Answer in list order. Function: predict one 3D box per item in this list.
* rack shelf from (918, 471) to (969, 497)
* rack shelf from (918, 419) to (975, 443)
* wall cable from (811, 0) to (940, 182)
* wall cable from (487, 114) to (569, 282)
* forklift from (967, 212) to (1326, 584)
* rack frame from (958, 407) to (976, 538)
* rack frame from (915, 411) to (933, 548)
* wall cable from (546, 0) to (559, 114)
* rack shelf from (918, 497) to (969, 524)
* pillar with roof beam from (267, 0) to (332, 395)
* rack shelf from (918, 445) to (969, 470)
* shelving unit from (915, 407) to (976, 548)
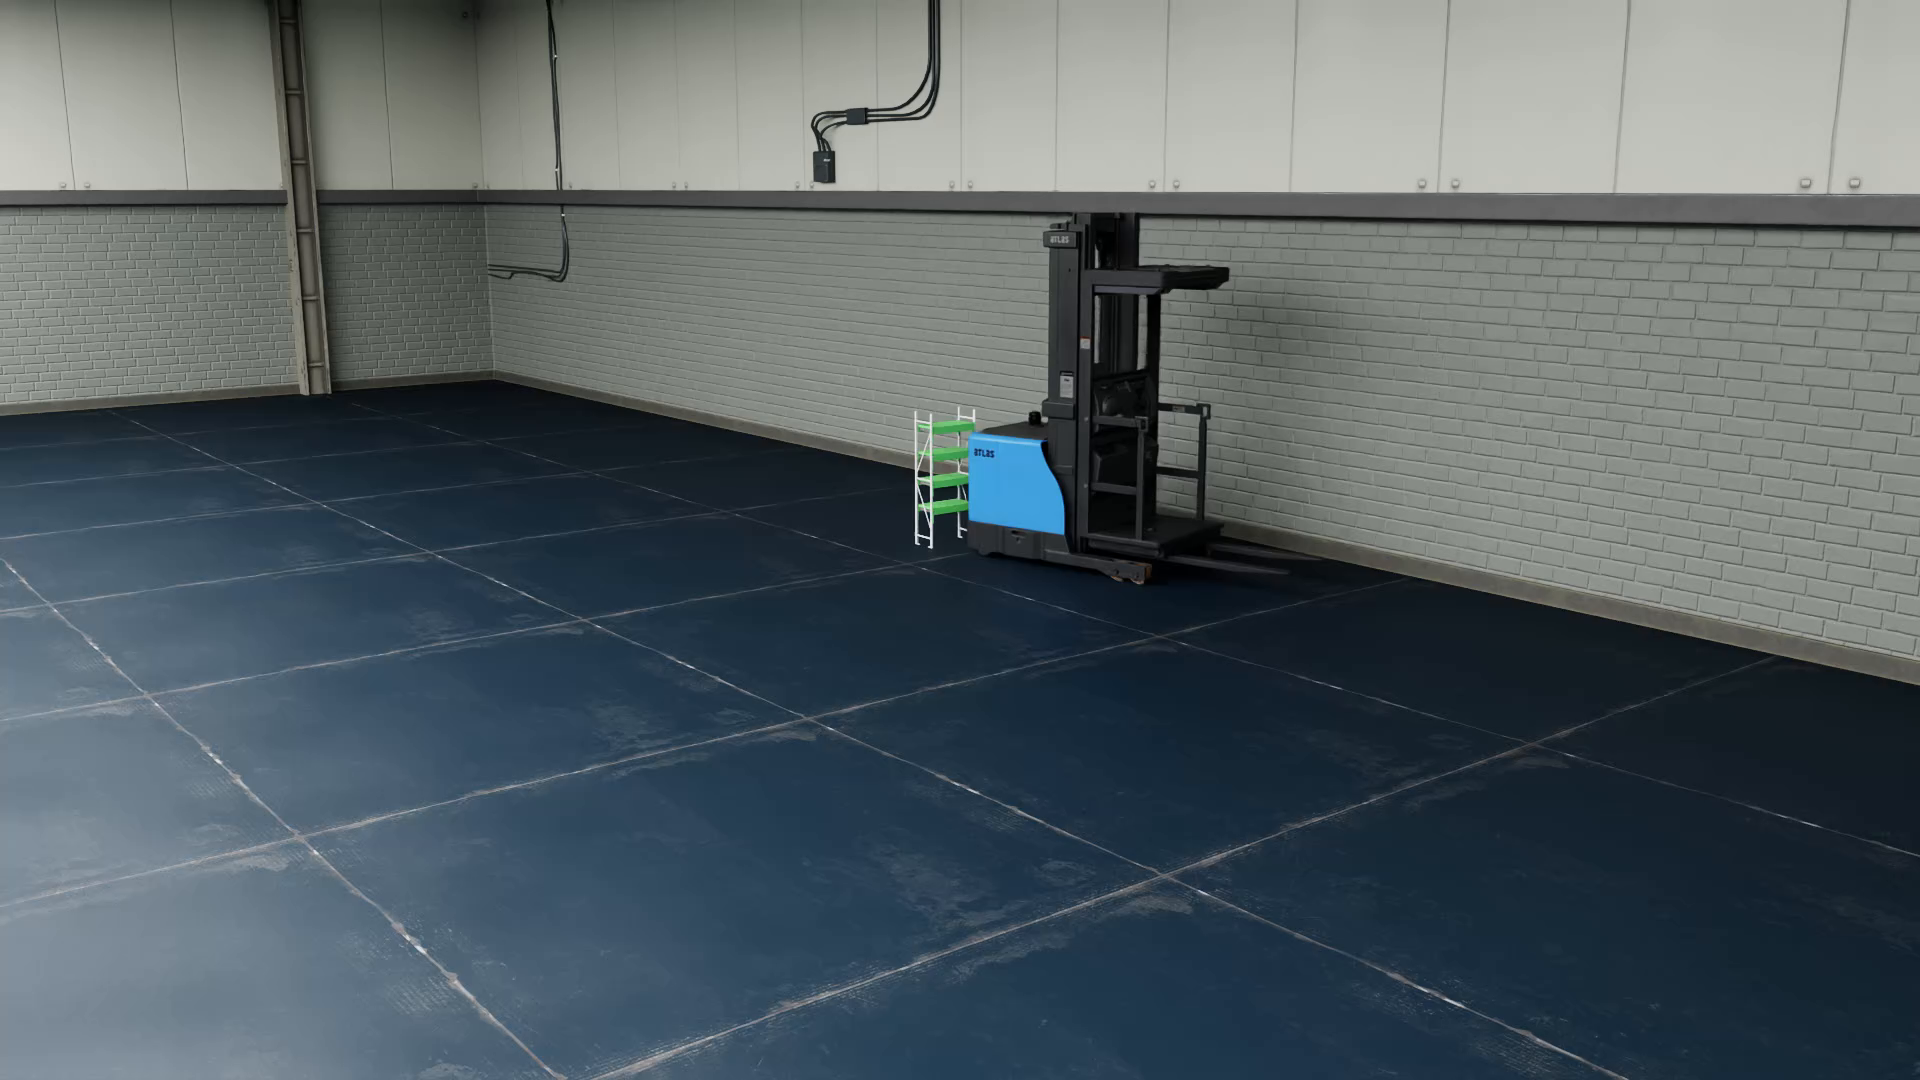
[{"bbox_3d":[-0.129,-0.503,14.916,0.480,0.148,0.258,-9,15,-38],"label":"rack shelf"},{"bbox_3d":[-0.129,-0.972,14.817,0.480,0.148,0.258,-9,15,-38],"label":"rack shelf"},{"bbox_3d":[-0.979,-6.973,18.116,0.169,6.003,2.305,-9,15,-38],"label":"wall cable"},{"bbox_3d":[-6.898,-5.332,26.052,0.112,2.526,3.097,-9,15,-38],"label":"wall cable"},{"bbox_3d":[1.538,-1.200,13.724,3.031,2.935,1.130,9,15,36],"label":"forklift"},{"bbox_3d":[0.061,-0.597,15.052,0.015,1.200,0.240,-9,15,-38],"label":"rack frame"},{"bbox_3d":[-0.320,-0.534,14.754,0.015,1.200,0.240,-9,15,-38],"label":"rack frame"},{"bbox_3d":[-5.208,-7.364,23.461,0.112,2.526,3.097,-9,15,-38],"label":"wall cable"},{"bbox_3d":[-0.129,-0.268,14.966,0.480,0.148,0.258,-9,15,-38],"label":"rack shelf"},{"bbox_3d":[-7.335,-5.985,21.651,0.400,9.000,9.100,-9,15,-38],"label":"pillar with roof beam"},{"bbox_3d":[-0.129,-0.738,14.866,0.480,0.148,0.258,-9,15,-38],"label":"rack shelf"},{"bbox_3d":[-0.129,-0.565,14.903,0.503,1.200,0.258,-9,15,-38],"label":"shelving unit"}]
